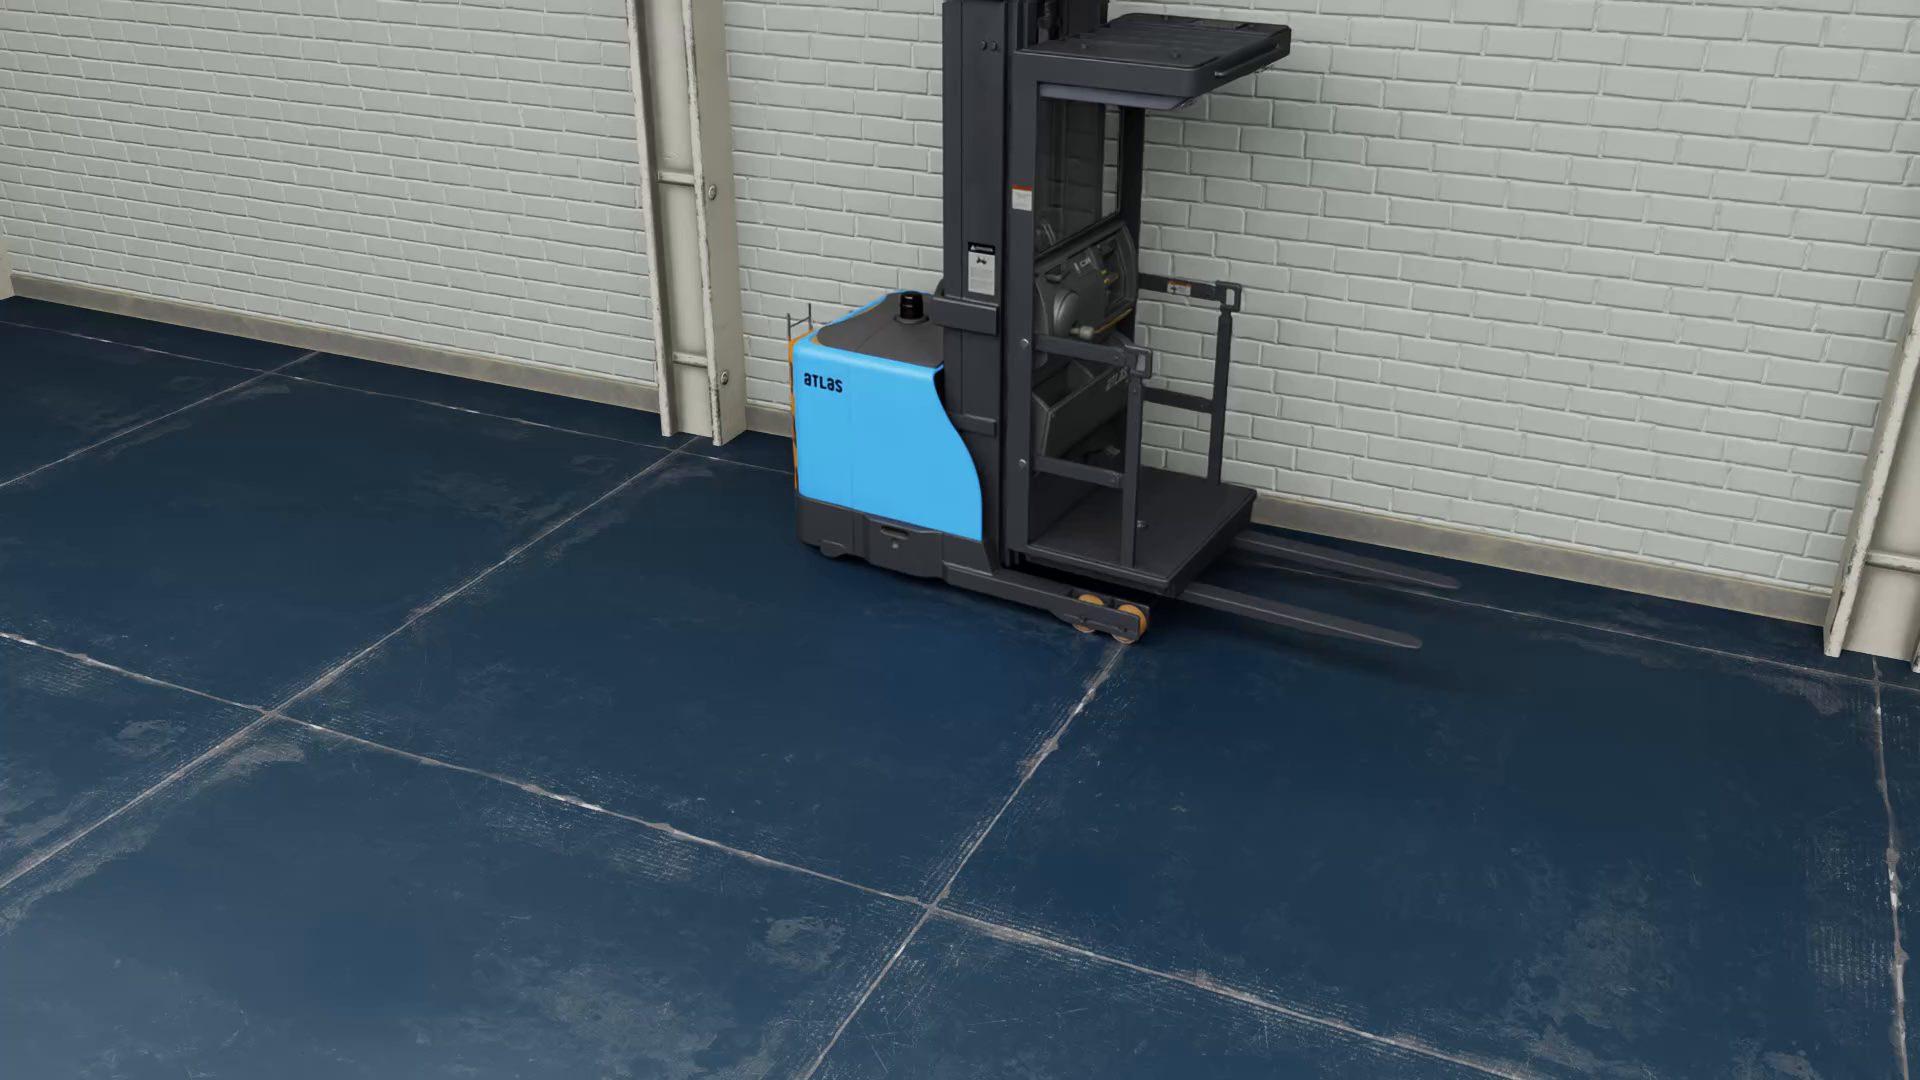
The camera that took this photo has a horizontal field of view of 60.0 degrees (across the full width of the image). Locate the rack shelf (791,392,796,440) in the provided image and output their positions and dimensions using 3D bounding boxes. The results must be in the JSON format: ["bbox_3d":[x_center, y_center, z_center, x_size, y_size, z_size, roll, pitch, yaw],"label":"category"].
[{"bbox_3d":[-0.688,-0.634,8.374,0.240,0.259,0.215,14,30,26],"label":"rack shelf"}]

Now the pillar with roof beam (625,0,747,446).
[{"bbox_3d":[-3.238,-2.930,4.013,0.400,9.000,9.100,11,28,22],"label":"pillar with roof beam"}]

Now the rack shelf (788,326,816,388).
[{"bbox_3d":[-0.688,-0.889,8.249,0.240,0.259,0.215,14,30,26],"label":"rack shelf"}]

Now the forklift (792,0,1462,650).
[{"bbox_3d":[0.741,-1.128,7.223,3.031,2.935,1.130,14,30,26],"label":"forklift"}]

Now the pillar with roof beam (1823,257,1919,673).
[{"bbox_3d":[2.224,-1.833,1.784,0.400,9.000,9.100,11,28,22],"label":"pillar with roof beam"}]

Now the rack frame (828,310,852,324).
[{"bbox_3d":[-0.582,-0.617,8.315,0.008,1.050,0.200,14,30,26],"label":"rack frame"}]

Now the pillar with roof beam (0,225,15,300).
[{"bbox_3d":[-8.700,-4.027,6.241,0.400,9.000,9.100,11,28,22],"label":"pillar with roof beam"}]

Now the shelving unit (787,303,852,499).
[{"bbox_3d":[-0.688,-0.644,8.369,0.252,1.050,0.215,14,30,26],"label":"shelving unit"}]

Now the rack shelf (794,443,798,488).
[{"bbox_3d":[-0.688,-0.385,8.497,0.240,0.259,0.215,14,30,26],"label":"rack shelf"}]

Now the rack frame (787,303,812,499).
[{"bbox_3d":[-0.794,-0.671,8.424,0.008,1.050,0.200,14,30,26],"label":"rack frame"}]
